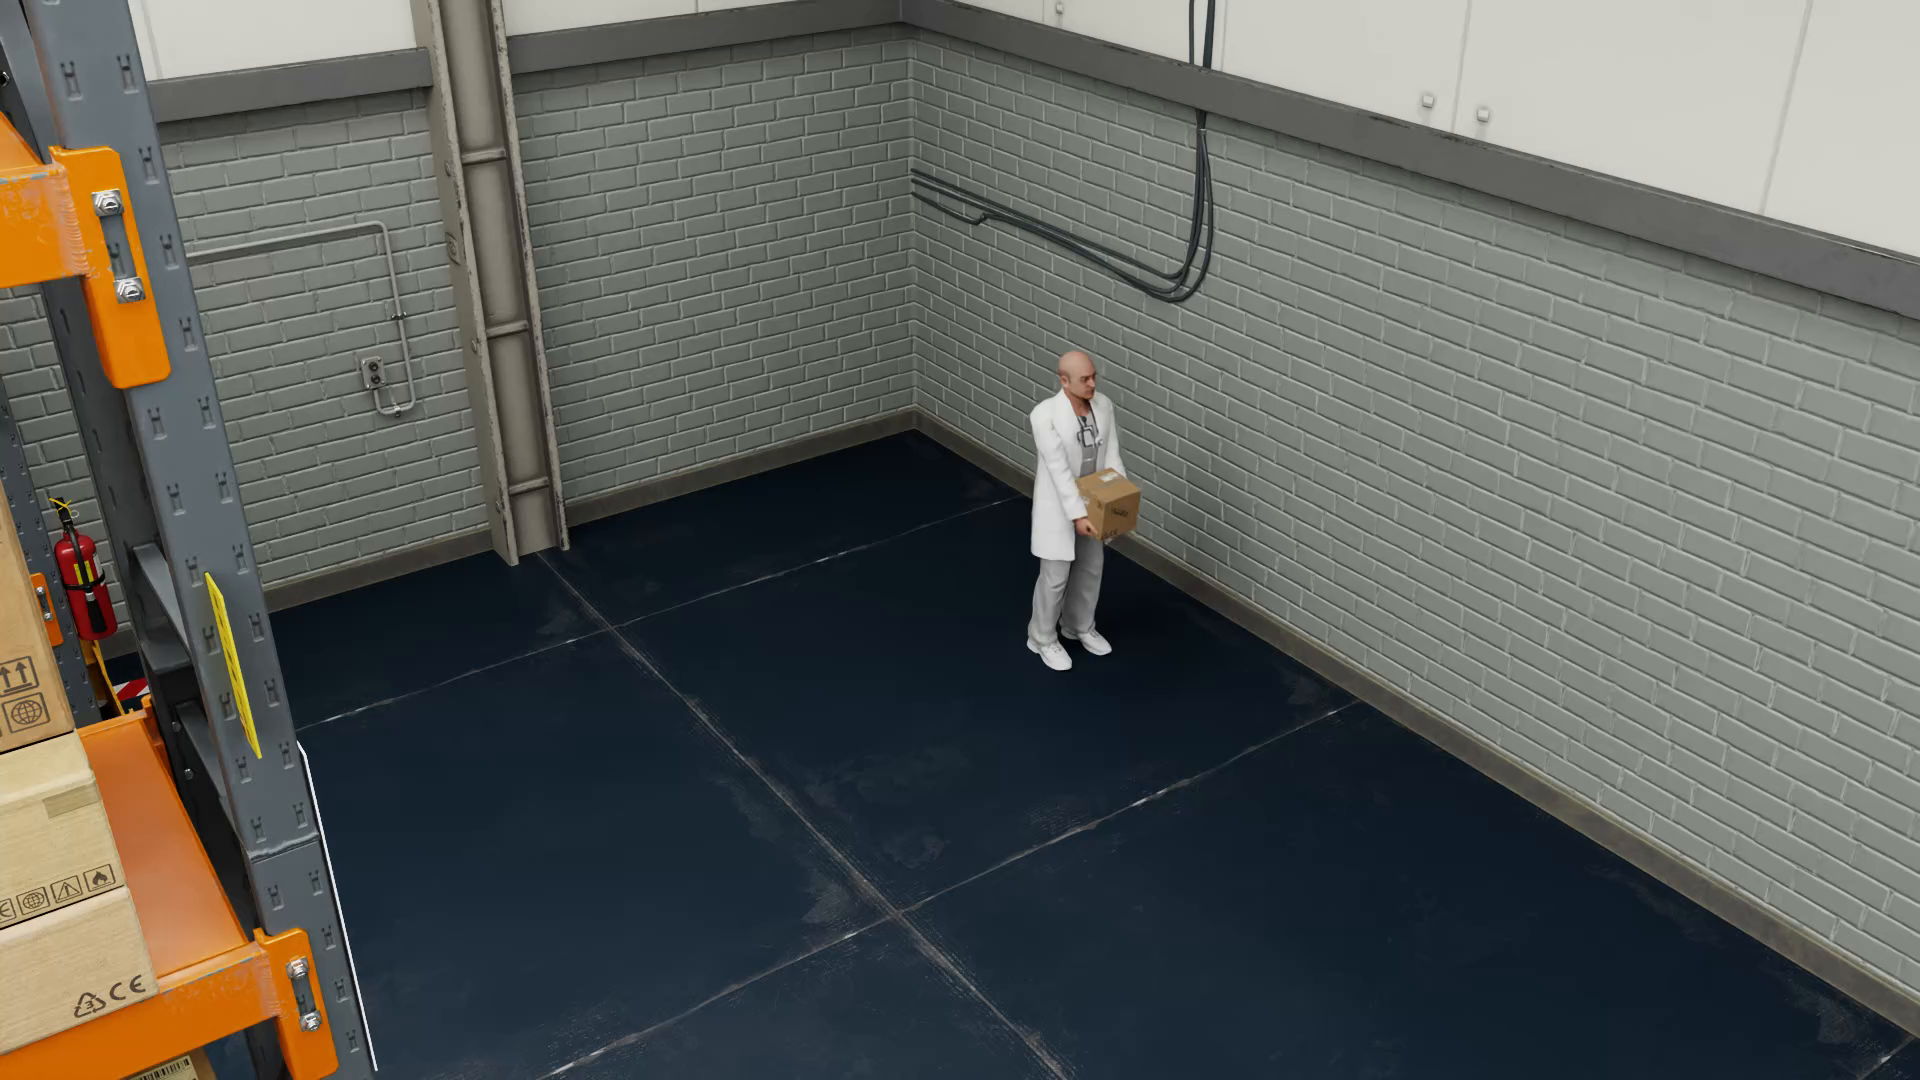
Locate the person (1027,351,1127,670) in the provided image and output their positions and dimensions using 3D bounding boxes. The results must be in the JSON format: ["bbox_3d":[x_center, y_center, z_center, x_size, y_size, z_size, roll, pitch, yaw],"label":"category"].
[{"bbox_3d":[0.658,-0.134,8.892,0.528,1.780,0.560,-19,34,-31],"label":"person"}]
